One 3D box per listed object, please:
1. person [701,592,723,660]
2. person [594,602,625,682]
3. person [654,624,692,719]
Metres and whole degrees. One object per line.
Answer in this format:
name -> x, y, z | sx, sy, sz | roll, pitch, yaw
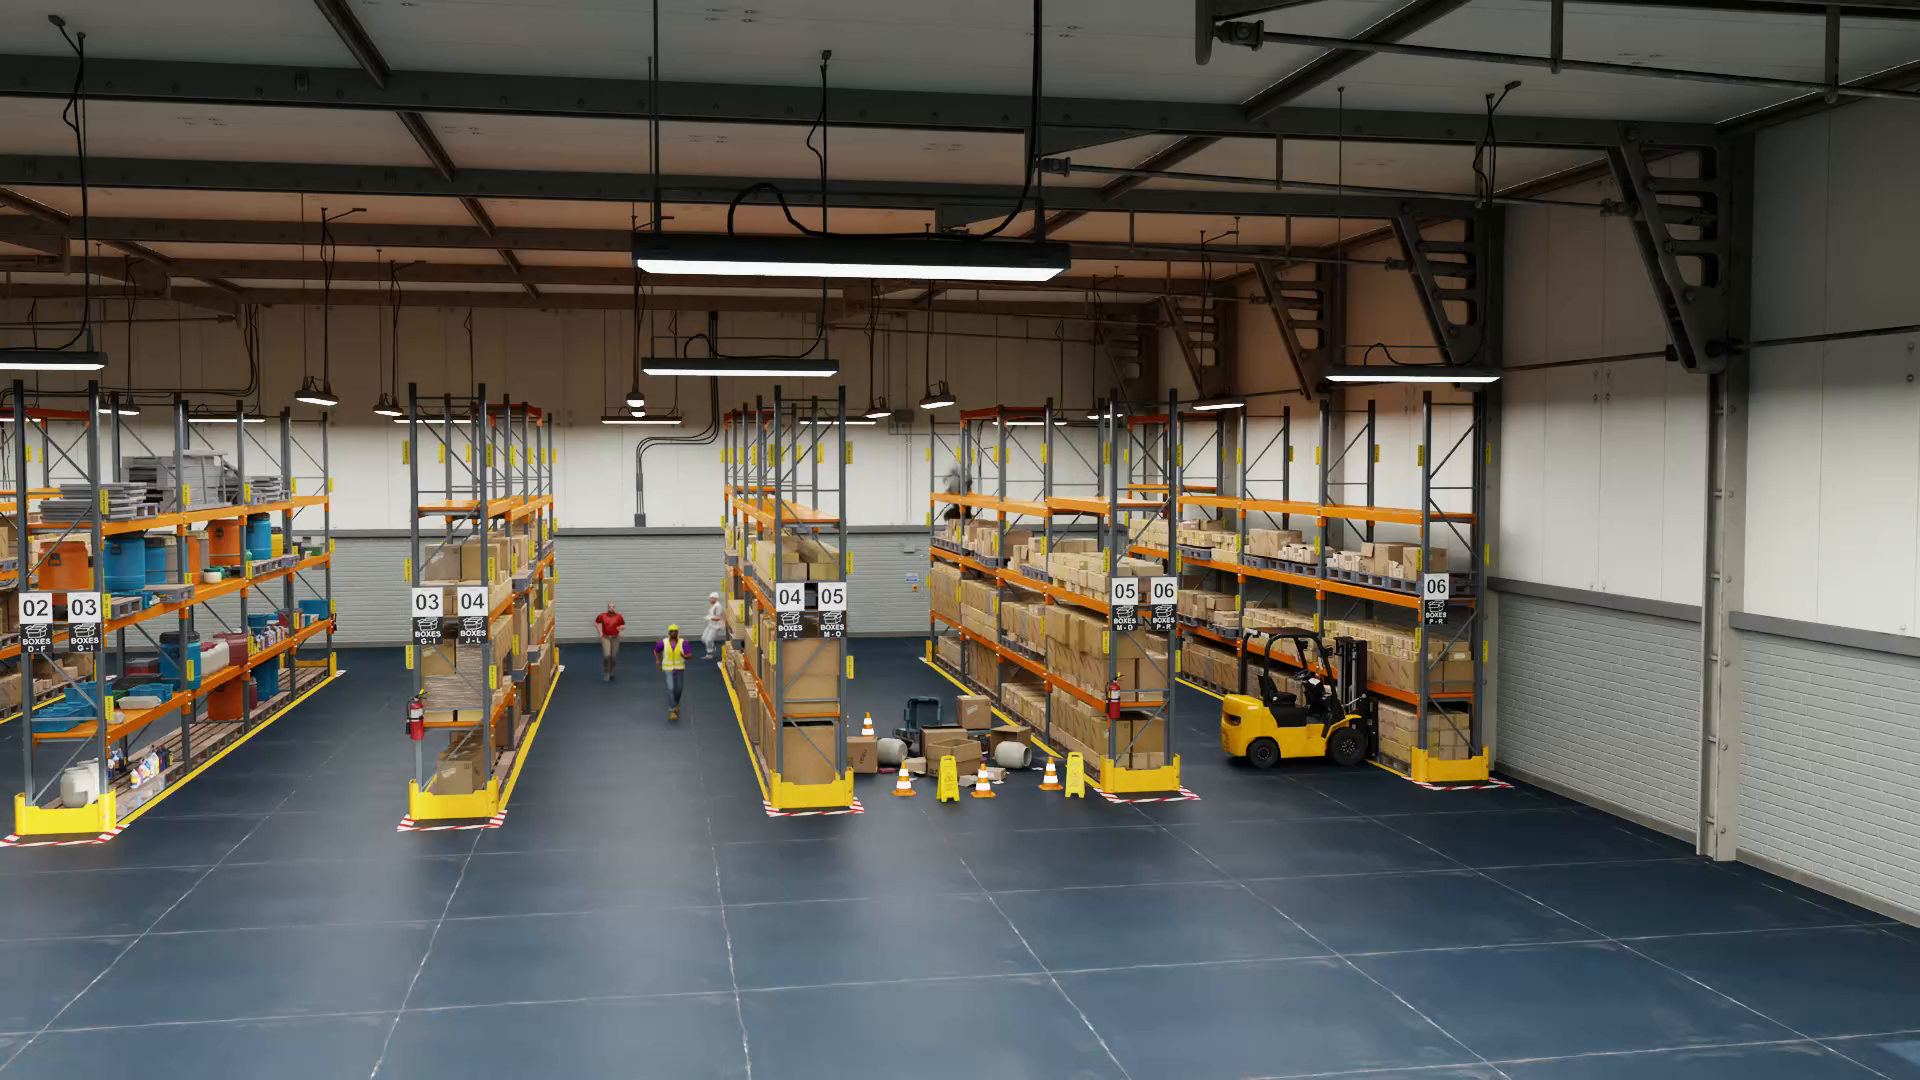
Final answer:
person -> -6.063, 2.096, 40.488 | 0.511, 1.691, 0.888 | -2, 3, -28
person -> -7.781, 2.282, 37.066 | 0.638, 1.800, 0.788 | -1, 3, -23
person -> -5.464, 2.482, 31.746 | 0.700, 1.754, 0.989 | -1, 3, -18
